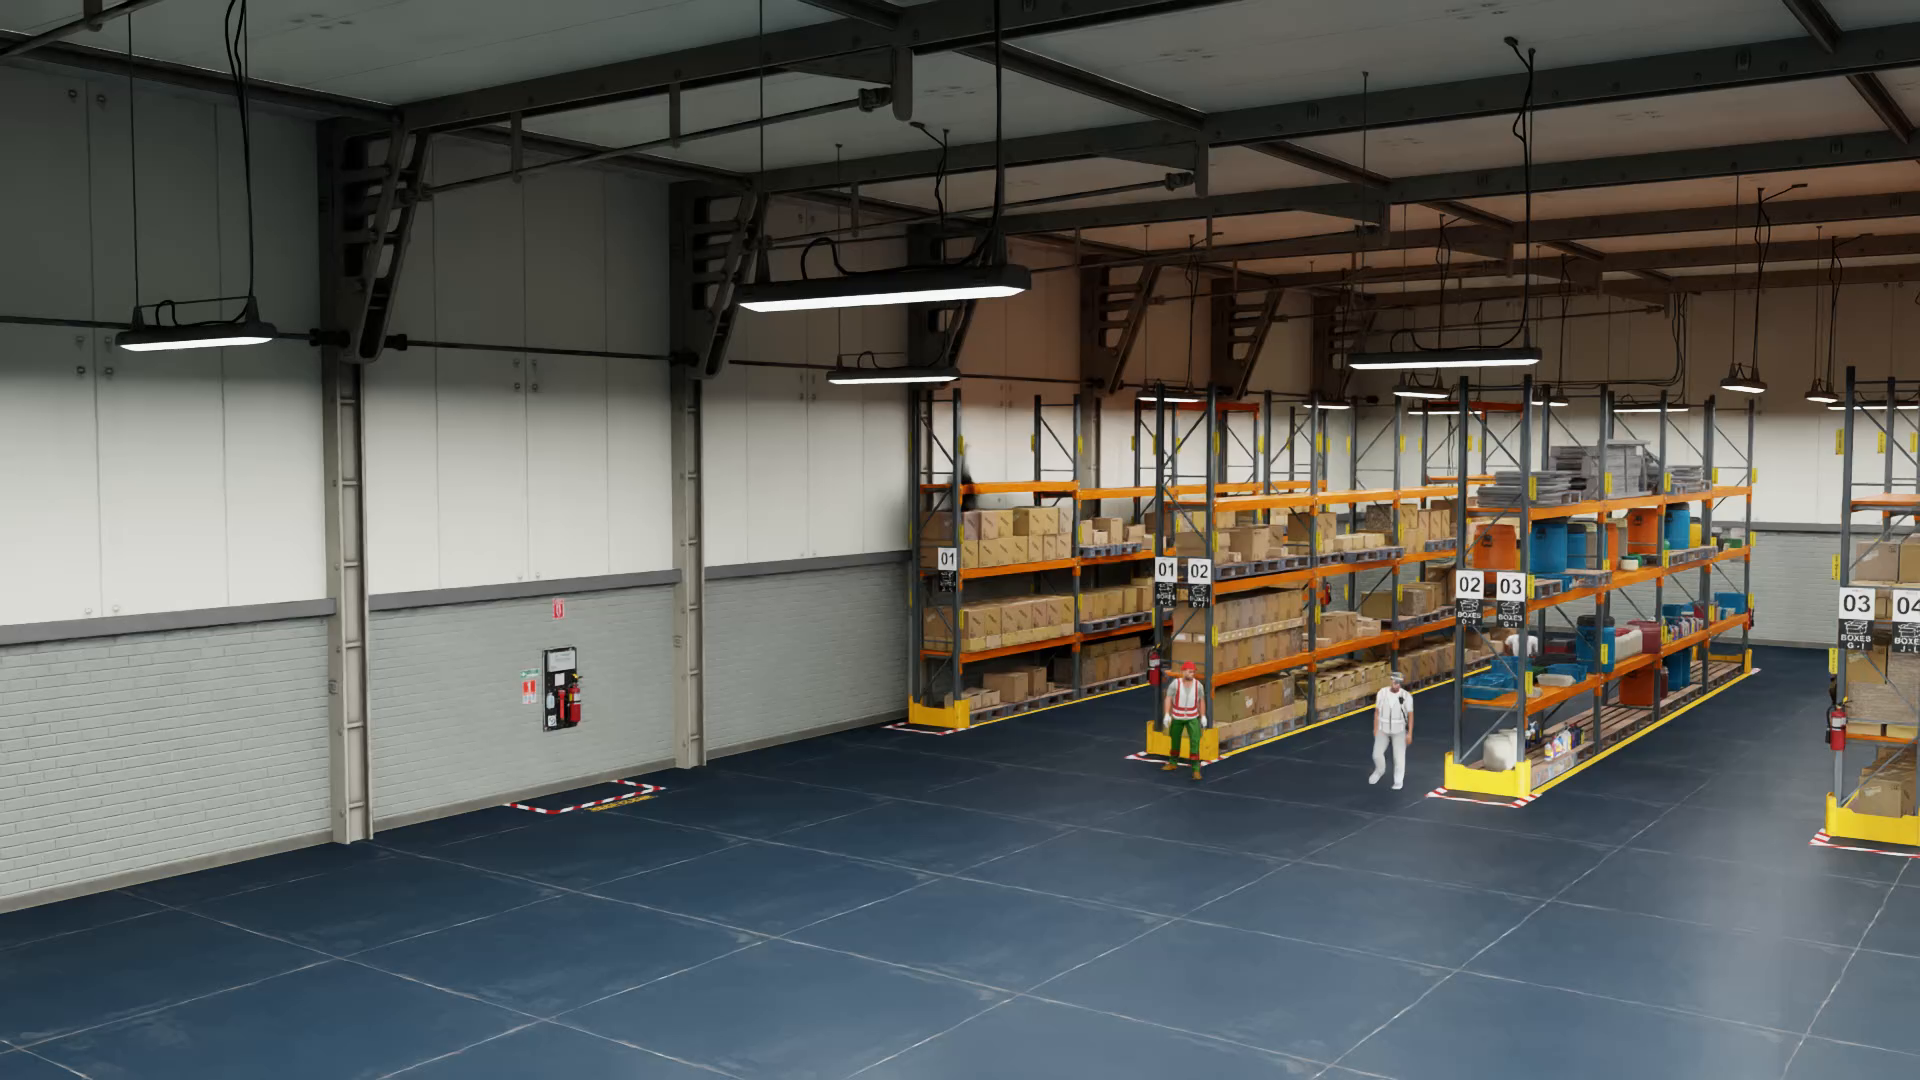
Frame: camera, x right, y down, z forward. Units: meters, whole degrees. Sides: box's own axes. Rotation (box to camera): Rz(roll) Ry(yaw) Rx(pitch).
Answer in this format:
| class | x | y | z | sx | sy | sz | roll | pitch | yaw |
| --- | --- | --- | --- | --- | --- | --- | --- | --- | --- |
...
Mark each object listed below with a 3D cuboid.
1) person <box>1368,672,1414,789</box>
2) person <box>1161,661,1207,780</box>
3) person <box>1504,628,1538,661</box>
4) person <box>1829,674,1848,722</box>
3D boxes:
| class | x | y | z | sx | sy | sz | roll | pitch | yaw |
| --- | --- | --- | --- | --- | --- | --- | --- | --- | --- |
| person | 6.270 | 2.754 | 24.212 | 0.646 | 1.712 | 0.546 | 1 | 3 | 21 |
| person | 3.402 | 2.690 | 25.132 | 0.688 | 1.739 | 0.899 | 0 | 3 | 1 |
| person | 10.539 | 2.390 | 31.165 | 0.671 | 1.683 | 0.714 | 1 | 3 | 20 |
| person | 15.952 | 2.438 | 29.890 | 0.776 | 1.679 | 0.856 | -2 | 4 | -27 |
